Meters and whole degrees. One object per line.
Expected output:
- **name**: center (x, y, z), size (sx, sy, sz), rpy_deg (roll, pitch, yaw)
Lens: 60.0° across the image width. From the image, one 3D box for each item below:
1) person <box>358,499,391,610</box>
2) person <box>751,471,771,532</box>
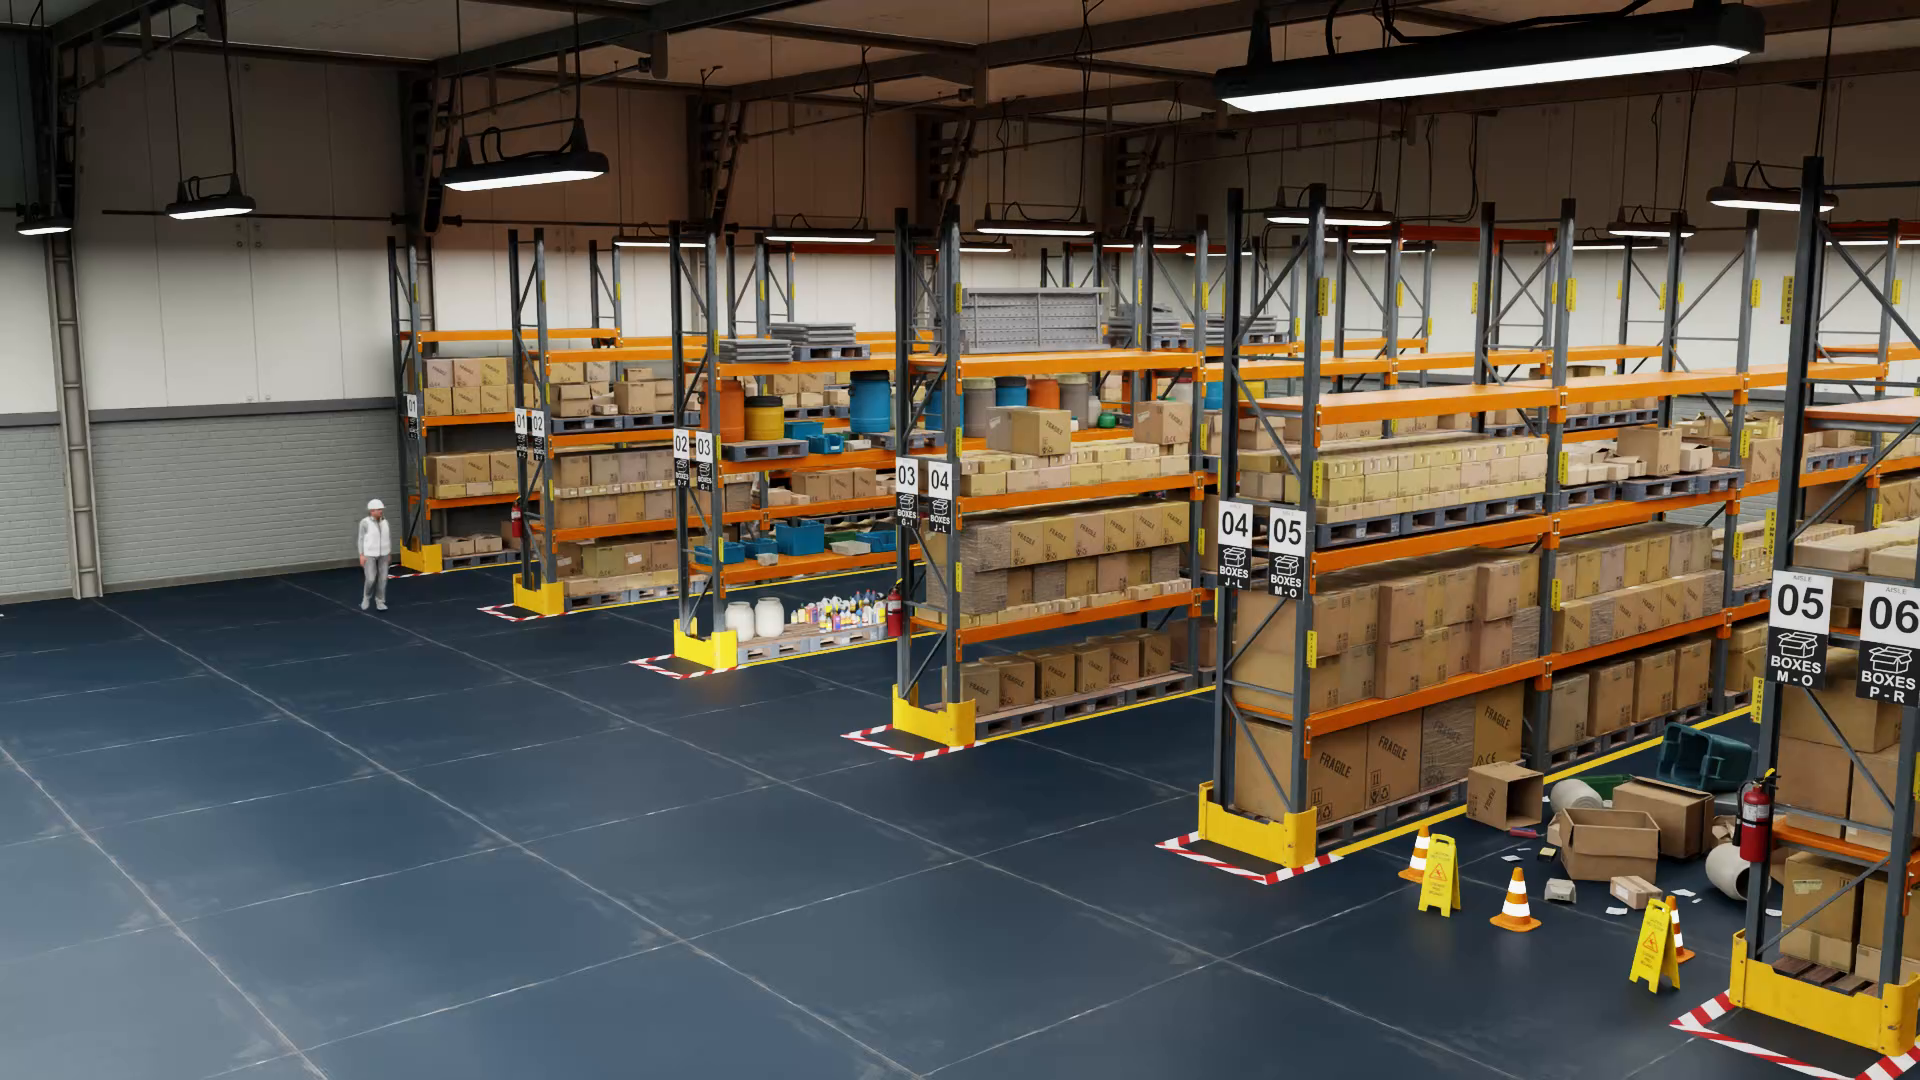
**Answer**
- **person**: center (-9.267, 0.231, 26.353), size (0.560, 1.771, 0.461), rpy_deg (-9, 12, -44)
- **person**: center (-4.043, -0.853, 33.429), size (0.486, 1.774, 0.581), rpy_deg (-3, 9, -21)
